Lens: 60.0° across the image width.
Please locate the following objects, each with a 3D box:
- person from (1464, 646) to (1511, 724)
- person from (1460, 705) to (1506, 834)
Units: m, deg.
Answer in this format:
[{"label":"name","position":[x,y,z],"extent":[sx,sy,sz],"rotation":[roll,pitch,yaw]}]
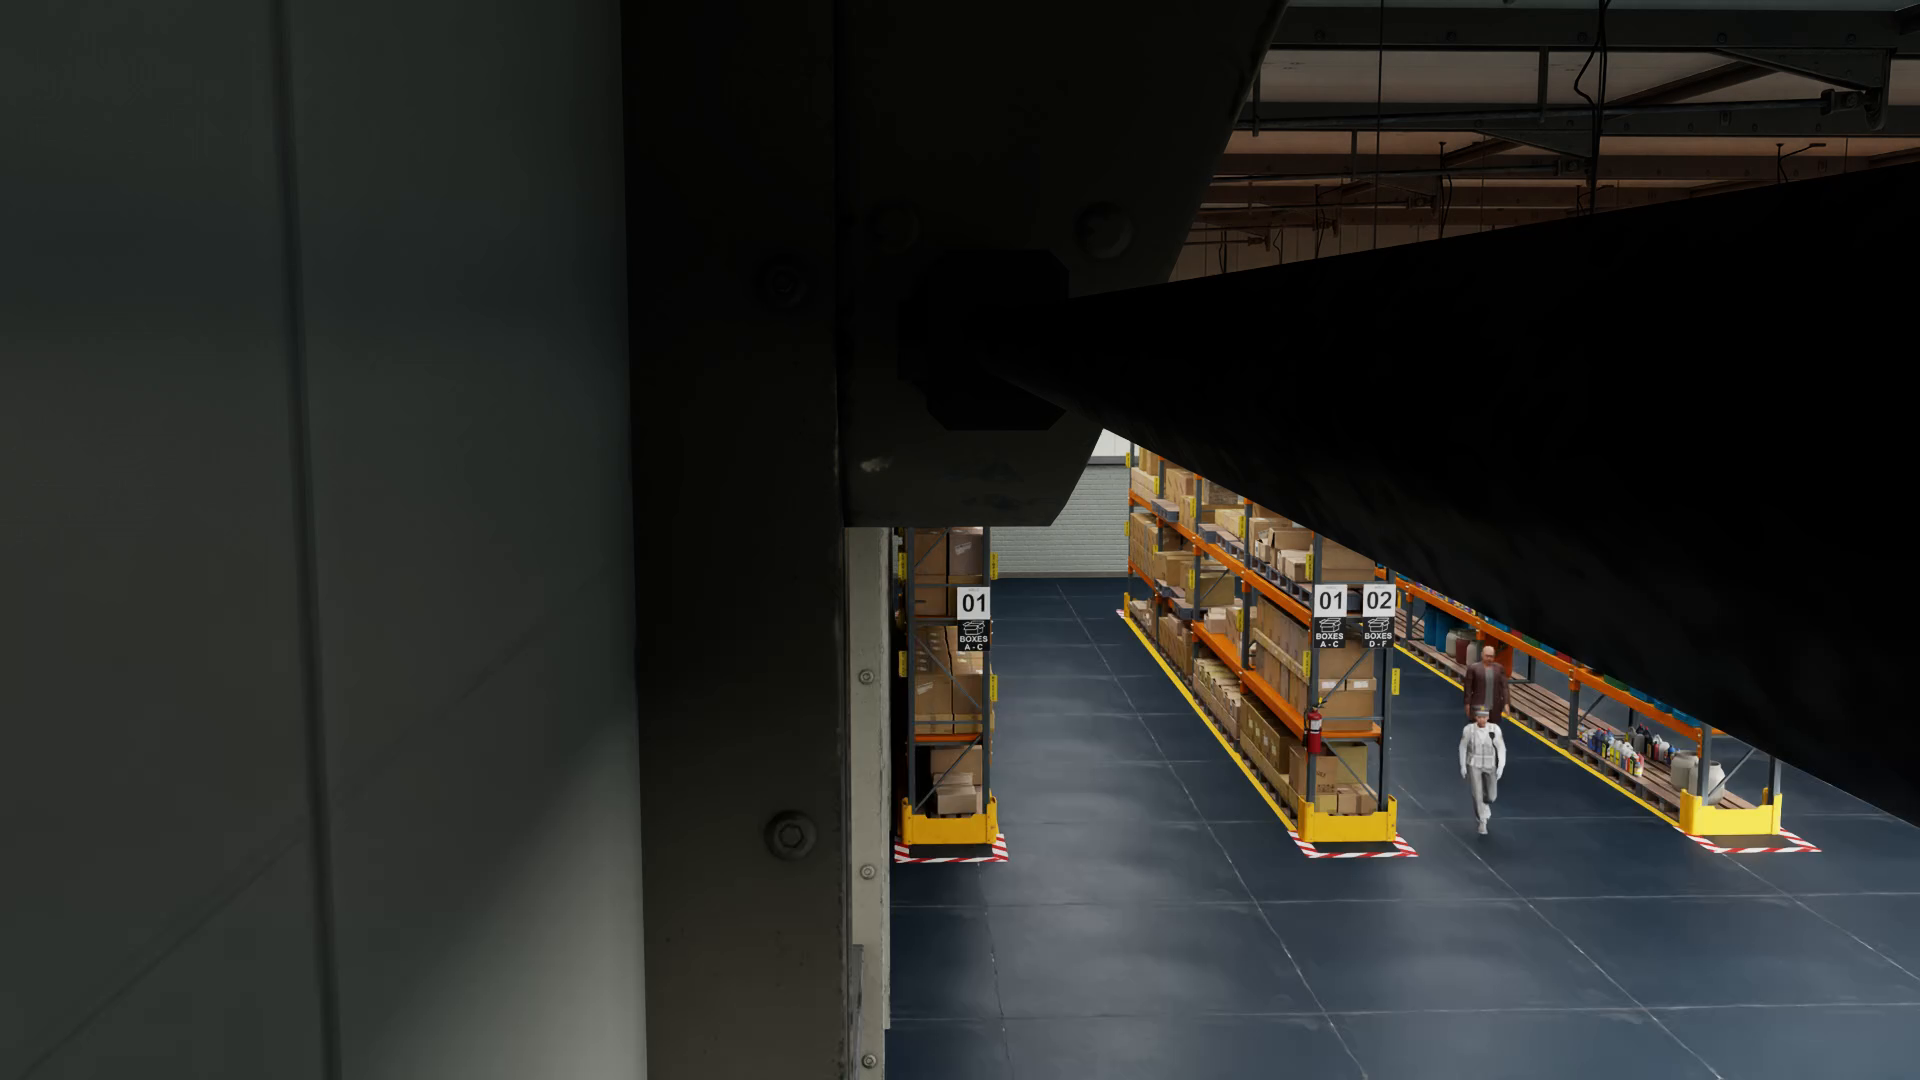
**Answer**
[{"label":"person","position":[7.565,2.421,23.852],"extent":[0.621,1.831,0.627],"rotation":[0,7,1]},{"label":"person","position":[6.580,2.844,20.981],"extent":[0.548,1.648,0.584],"rotation":[1,7,11]}]
